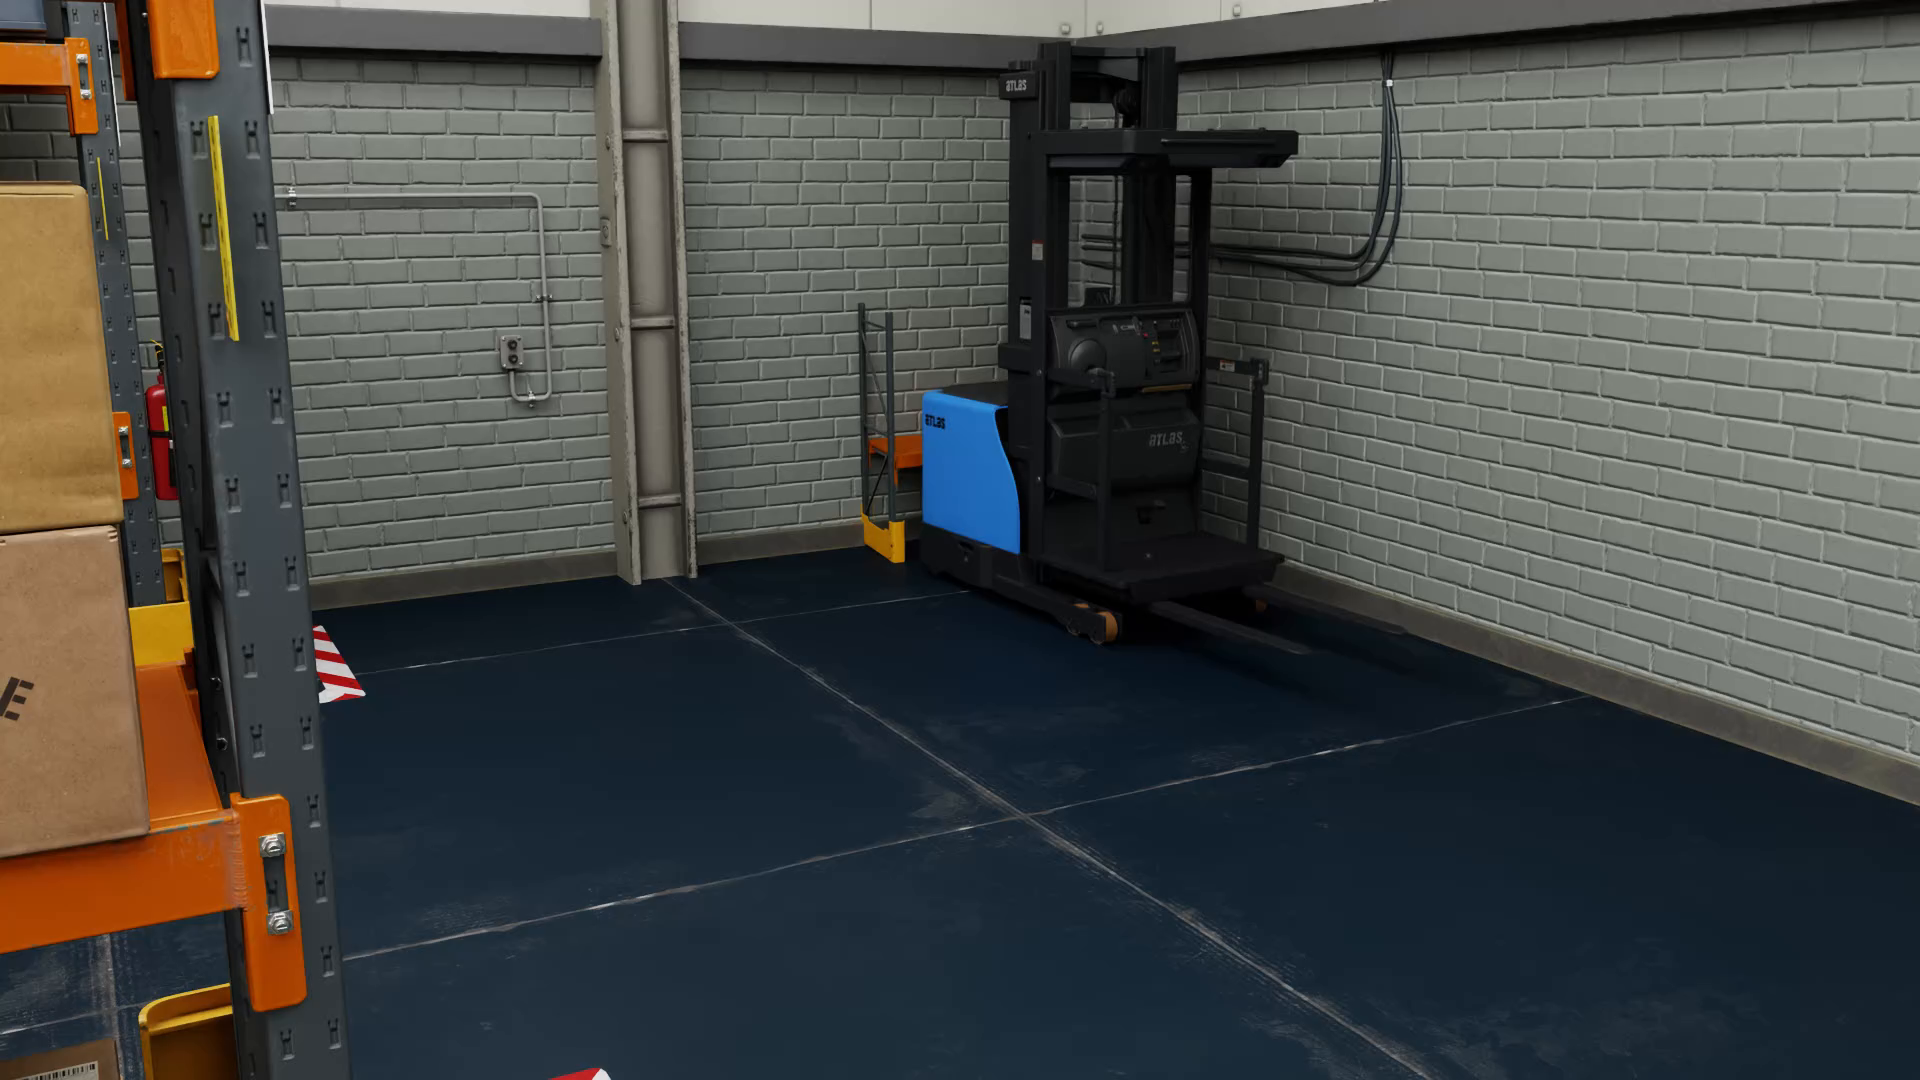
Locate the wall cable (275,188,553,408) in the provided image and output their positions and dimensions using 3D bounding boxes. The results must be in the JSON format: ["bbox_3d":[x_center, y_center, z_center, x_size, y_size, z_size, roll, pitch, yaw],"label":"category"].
[{"bbox_3d":[-3.050,-1.619,8.657,1.851,1.984,0.084,-7,14,-28],"label":"wall cable"}]

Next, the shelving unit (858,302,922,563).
[{"bbox_3d":[-0.027,-0.714,10.263,1.083,1.500,0.587,-7,17,-23],"label":"shelving unit"}]

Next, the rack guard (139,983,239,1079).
[{"bbox_3d":[-1.411,1.375,3.359,0.348,0.500,1.175,-7,14,-28],"label":"rack guard"}]

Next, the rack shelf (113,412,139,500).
[{"bbox_3d":[-5.476,-0.245,6.504,4.000,0.370,1.077,-7,14,-28],"label":"rack shelf"}]

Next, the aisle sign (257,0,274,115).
[{"bbox_3d":[-1.137,-1.068,2.604,0.004,0.787,0.394,-7,14,-28],"label":"aisle sign"}]

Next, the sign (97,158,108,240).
[{"bbox_3d":[-3.473,-1.381,6.736,0.005,0.325,0.100,-7,14,-28],"label":"sign"}]

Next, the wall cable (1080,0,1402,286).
[{"bbox_3d":[1.415,-2.744,9.380,0.112,2.526,3.097,-7,14,-28],"label":"wall cable"}]

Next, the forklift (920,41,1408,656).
[{"bbox_3d":[0.982,-1.026,8.493,1.130,2.935,3.031,-8,15,-32],"label":"forklift"}]

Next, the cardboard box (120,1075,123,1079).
[{"bbox_3d":[-1.876,1.302,3.483,0.250,0.149,0.380,-7,14,-28],"label":"cardboard box"}]

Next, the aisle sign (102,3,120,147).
[{"bbox_3d":[-3.514,-2.024,6.851,0.004,0.787,0.394,-7,14,-28],"label":"aisle sign"}]

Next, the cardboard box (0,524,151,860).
[{"bbox_3d":[-1.607,0.199,2.666,0.500,0.500,0.500,-6,14,-26],"label":"cardboard box"}]

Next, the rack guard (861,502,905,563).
[{"bbox_3d":[-0.480,-0.056,10.235,0.087,0.250,0.587,-7,17,-23],"label":"rack guard"}]

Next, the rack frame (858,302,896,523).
[{"bbox_3d":[-0.500,-0.656,10.062,0.032,1.500,0.500,-7,17,-23],"label":"rack frame"}]

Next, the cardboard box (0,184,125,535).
[{"bbox_3d":[-1.603,-0.289,2.556,0.500,0.500,0.500,-7,14,-28],"label":"cardboard box"}]

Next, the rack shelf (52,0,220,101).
[{"bbox_3d":[-3.100,-0.754,1.935,4.000,0.370,1.077,-7,14,-28],"label":"rack shelf"}]

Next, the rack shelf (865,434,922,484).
[{"bbox_3d":[-0.035,-0.540,10.307,1.000,0.185,0.538,-7,17,-23],"label":"rack shelf"}]

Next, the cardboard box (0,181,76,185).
[{"bbox_3d":[-1.860,-0.393,3.018,0.500,0.500,0.500,-6,14,-26],"label":"cardboard box"}]

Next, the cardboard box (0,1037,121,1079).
[{"bbox_3d":[-1.703,1.257,2.881,0.500,0.500,0.500,-7,14,-28],"label":"cardboard box"}]

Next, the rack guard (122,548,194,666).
[{"bbox_3d":[-3.700,0.411,7.646,0.348,0.500,1.175,-7,14,-28],"label":"rack guard"}]

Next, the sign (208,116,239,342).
[{"bbox_3d":[-1.096,-0.462,2.473,0.005,0.325,0.100,-7,14,-28],"label":"sign"}]

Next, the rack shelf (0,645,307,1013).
[{"bbox_3d":[-3.100,0.709,2.264,4.000,0.370,1.077,-7,14,-28],"label":"rack shelf"}]

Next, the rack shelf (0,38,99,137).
[{"bbox_3d":[-5.476,-1.708,6.175,4.000,0.370,1.077,-7,14,-28],"label":"rack shelf"}]

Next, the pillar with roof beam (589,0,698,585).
[{"bbox_3d":[0.297,-3.354,5.018,0.400,9.000,9.100,-7,14,-28],"label":"pillar with roof beam"}]

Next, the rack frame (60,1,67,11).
[{"bbox_3d":[-3.721,-3.733,6.701,0.127,3.000,1.000,-7,14,-28],"label":"rack frame"}]

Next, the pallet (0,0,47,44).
[{"bbox_3d":[-4.367,-2.146,6.685,1.213,0.211,1.003,-7,14,-28],"label":"pallet"}]

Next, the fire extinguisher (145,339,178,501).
[{"bbox_3d":[-3.367,-0.514,7.085,0.183,0.674,0.296,-7,14,-28],"label":"fire extinguisher"}]

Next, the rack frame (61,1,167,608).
[{"bbox_3d":[-3.721,-0.806,7.360,0.127,3.000,1.000,-7,14,-28],"label":"rack frame"}]
